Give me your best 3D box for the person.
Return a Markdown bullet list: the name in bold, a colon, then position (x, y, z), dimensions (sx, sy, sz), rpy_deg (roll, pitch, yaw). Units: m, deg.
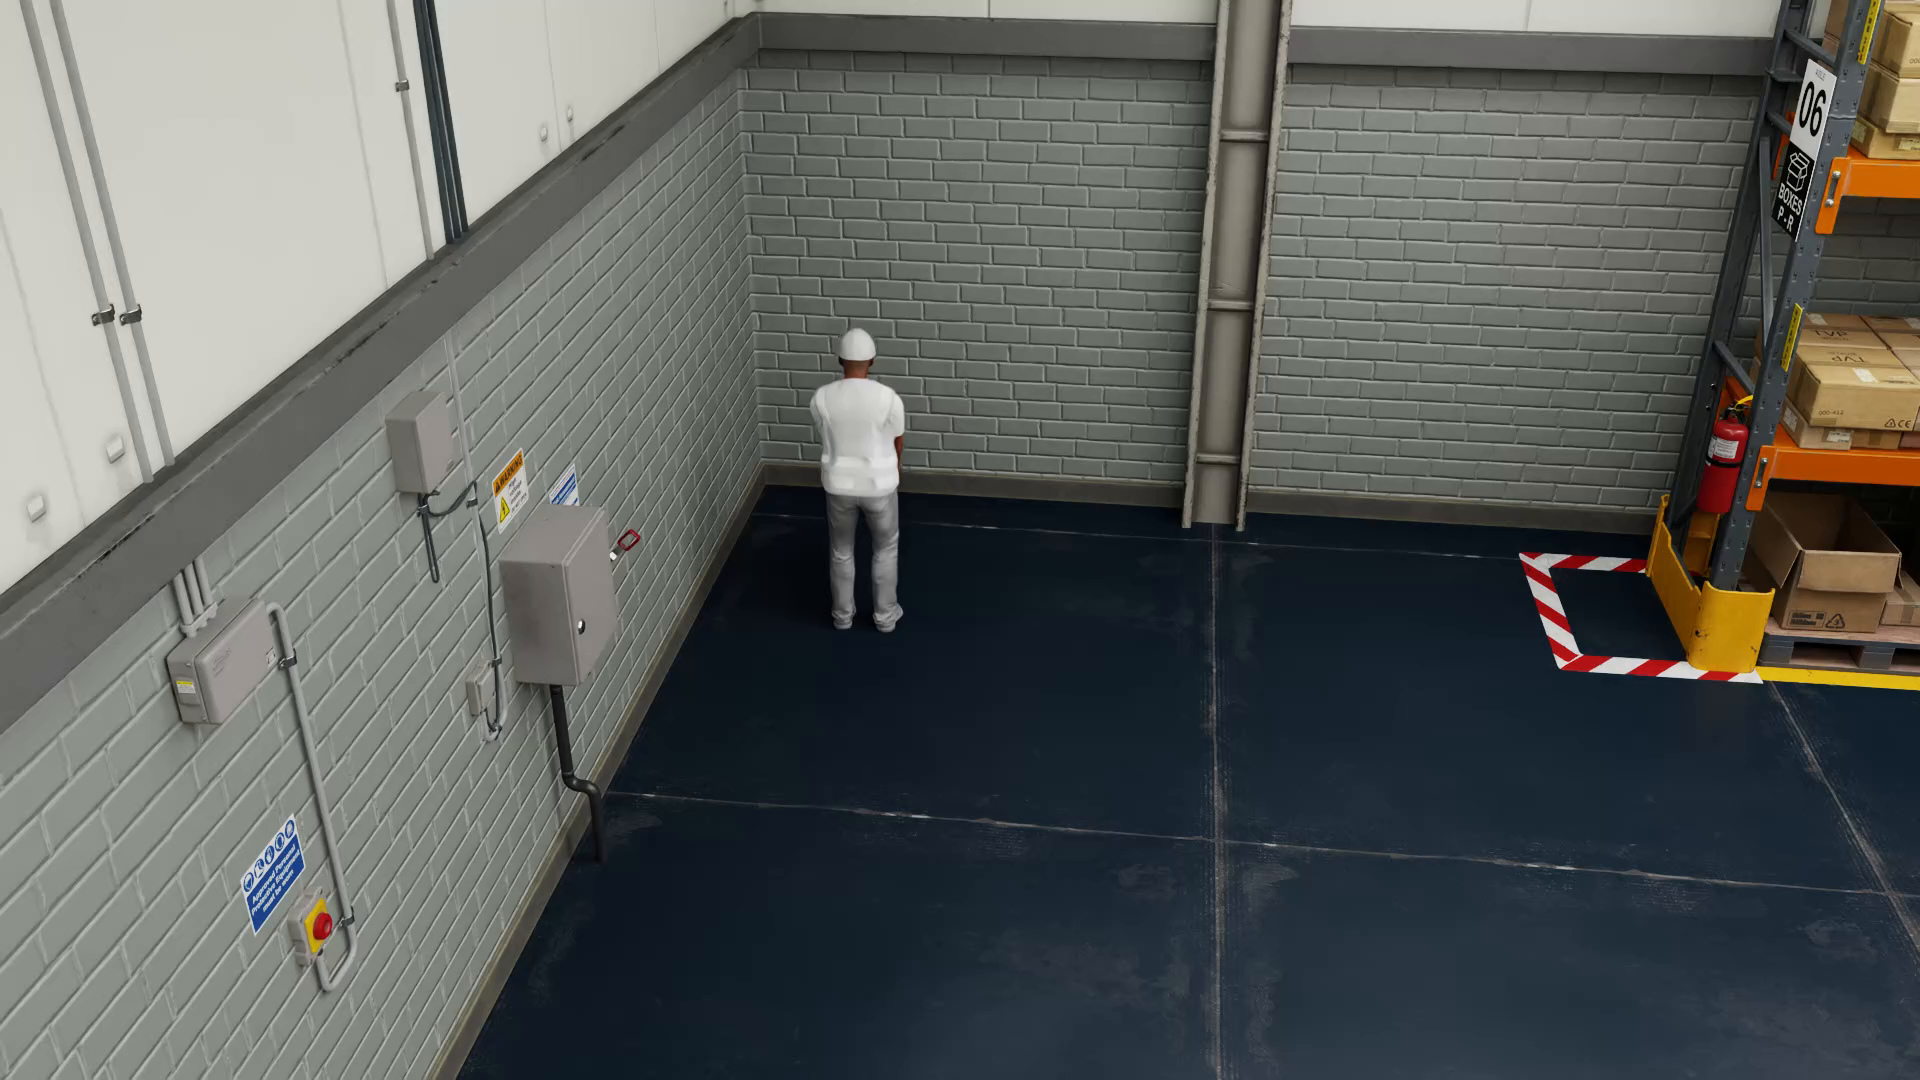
- **person**: position (-0.549, -0.351, 9.265), dimensions (0.503, 1.752, 0.587), rpy_deg (3, 28, 5)
